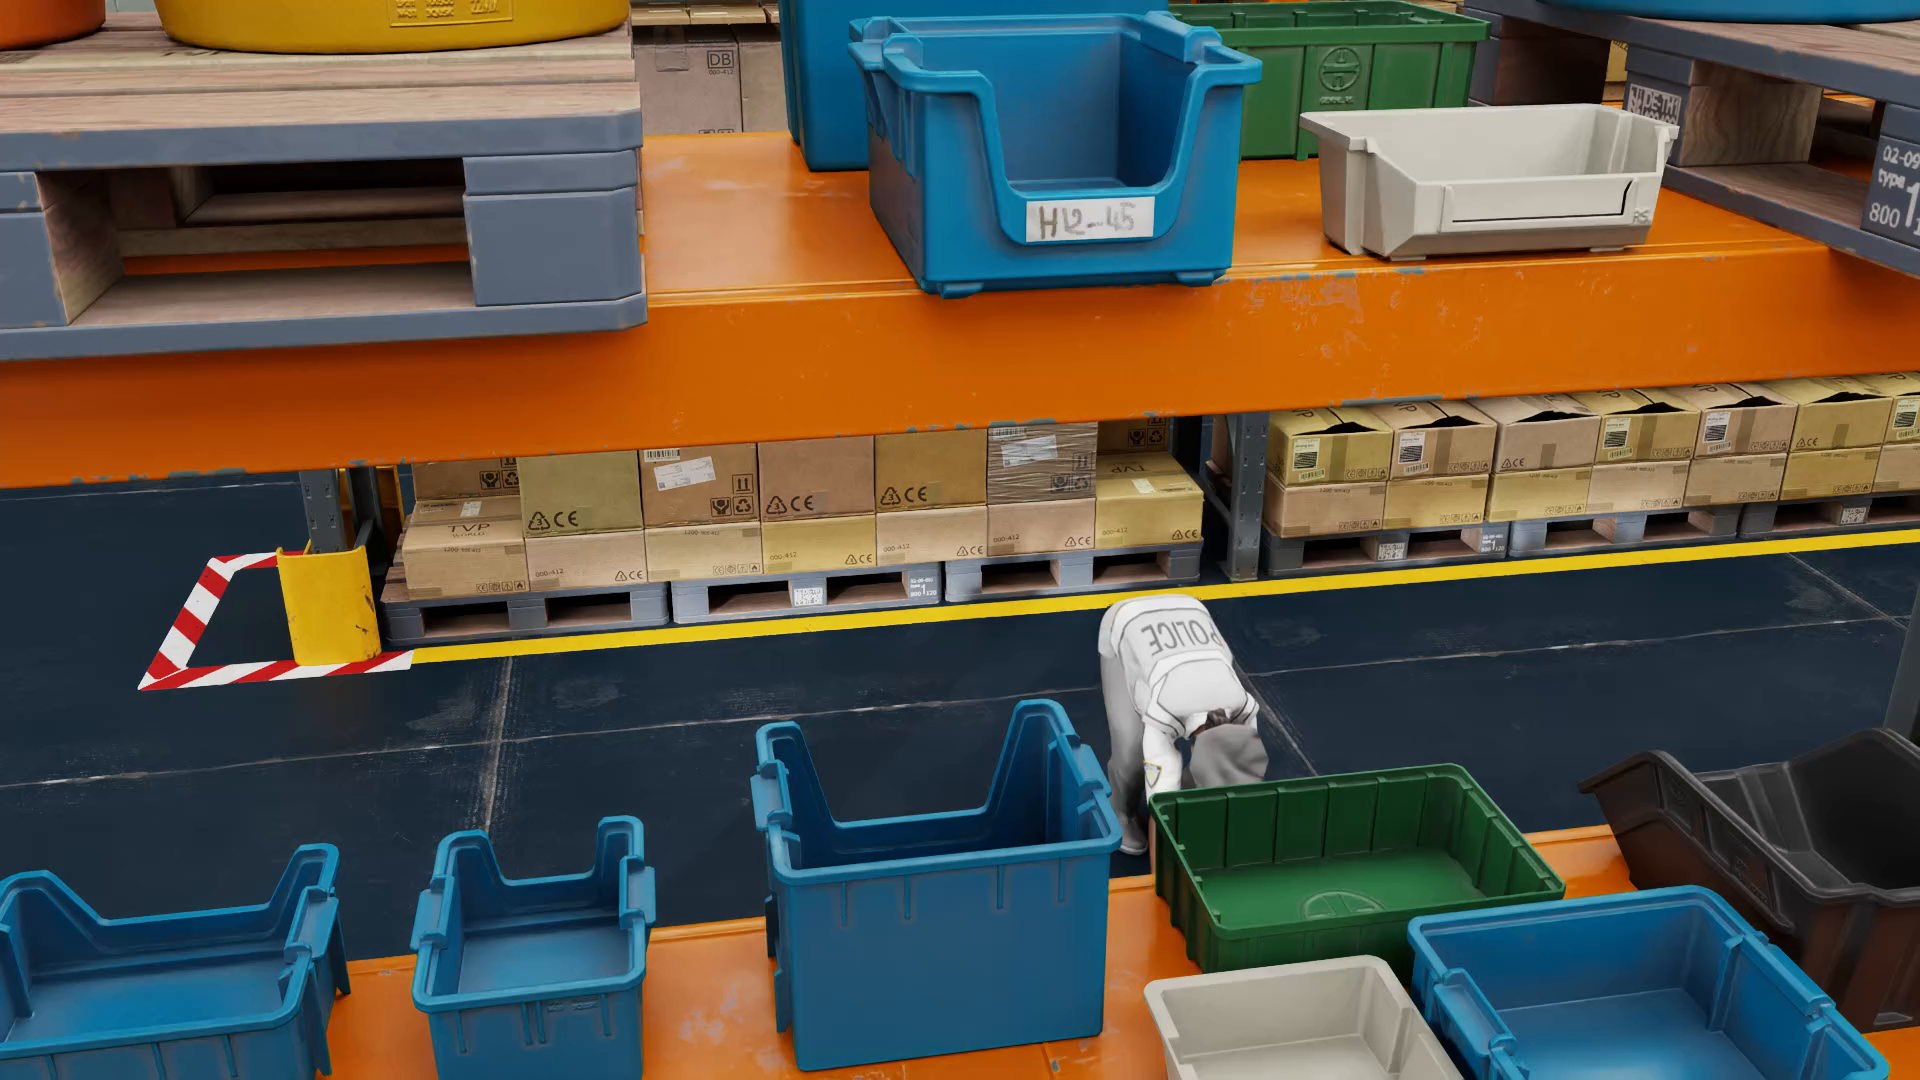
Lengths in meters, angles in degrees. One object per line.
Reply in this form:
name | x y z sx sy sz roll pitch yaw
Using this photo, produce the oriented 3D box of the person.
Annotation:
person | 0.742 0.687 5.518 0.470 0.867 0.904 -5 24 -12
